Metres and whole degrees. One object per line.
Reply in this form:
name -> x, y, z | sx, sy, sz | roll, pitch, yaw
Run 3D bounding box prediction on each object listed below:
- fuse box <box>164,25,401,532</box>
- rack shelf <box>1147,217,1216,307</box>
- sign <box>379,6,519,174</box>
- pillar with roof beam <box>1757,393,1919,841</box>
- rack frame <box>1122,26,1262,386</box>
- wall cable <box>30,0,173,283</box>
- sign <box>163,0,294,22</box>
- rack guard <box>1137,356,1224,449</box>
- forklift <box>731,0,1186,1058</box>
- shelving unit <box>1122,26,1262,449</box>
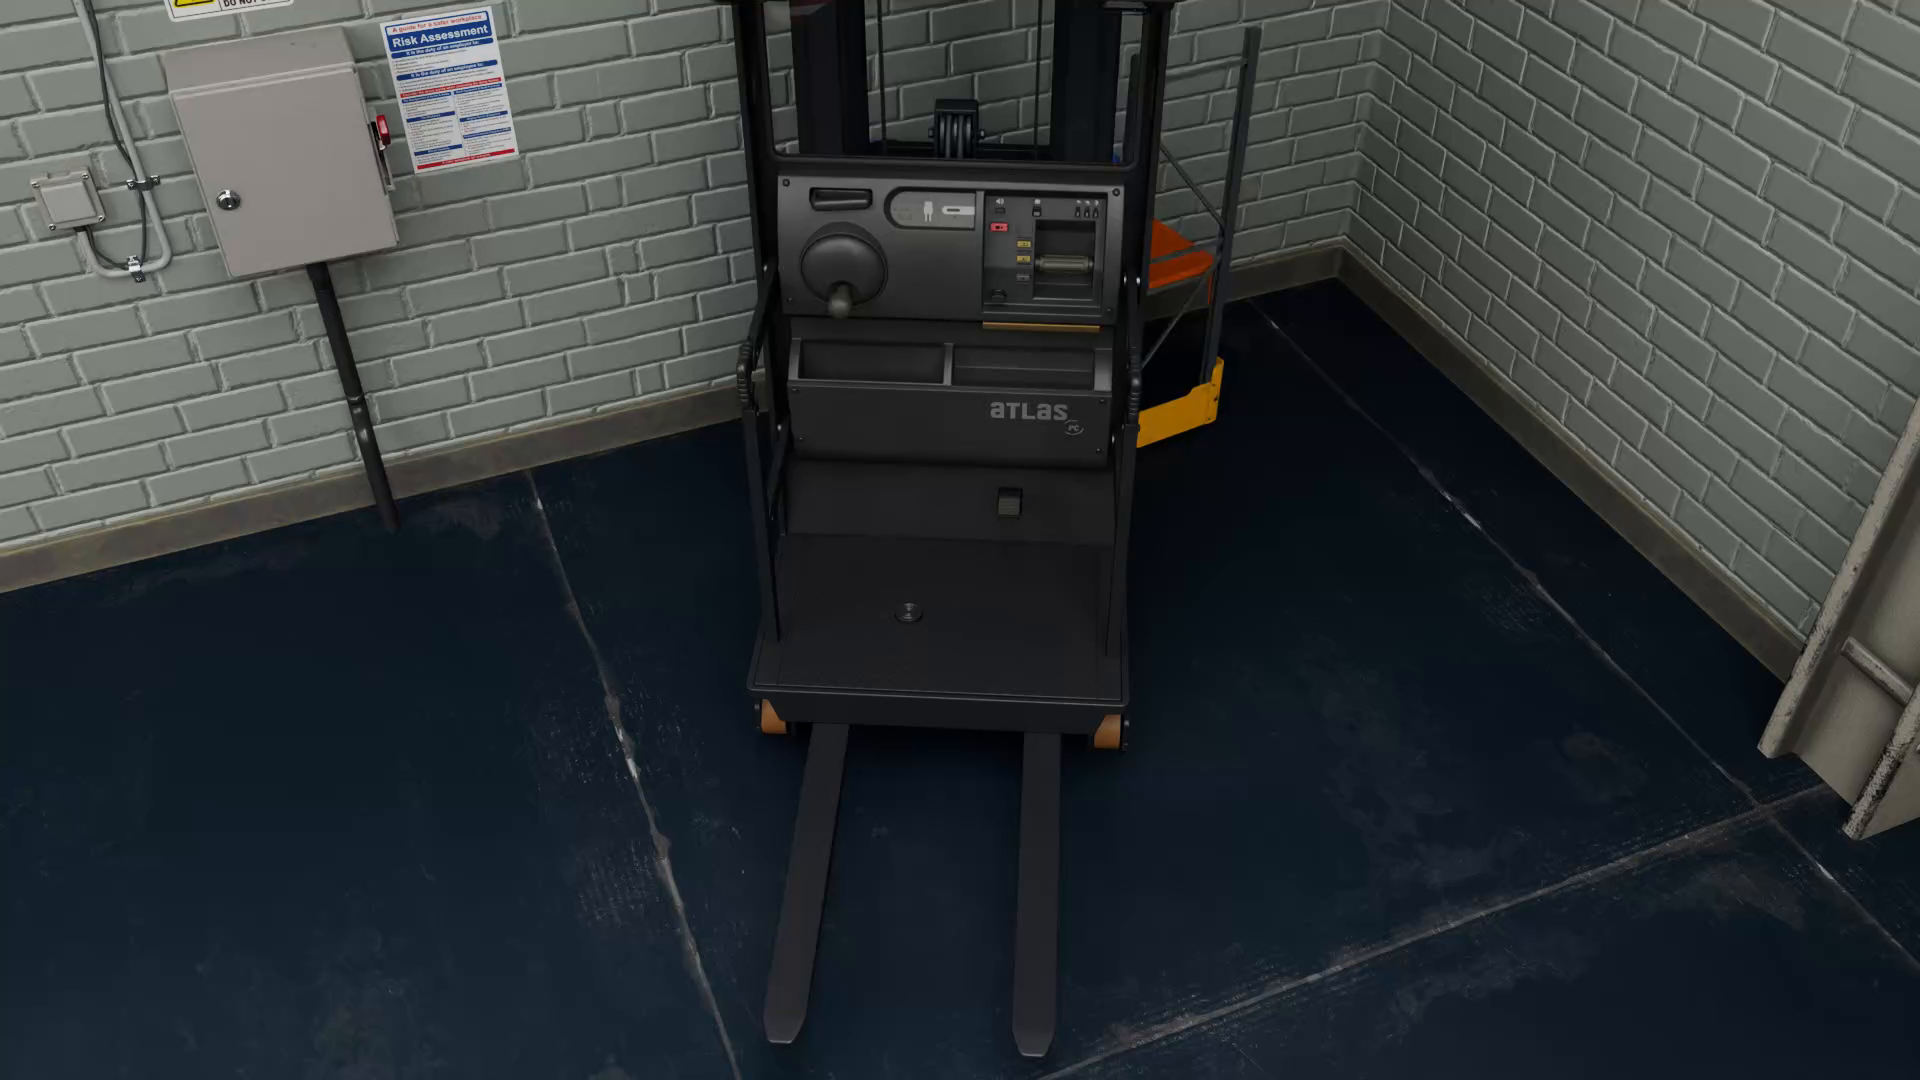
fuse box -> -1.945, -0.683, 5.232 | 0.539, 1.711, 0.414 | -15, 43, -17
rack shelf -> 0.450, -1.089, 6.100 | 0.538, 0.185, 1.000 | -20, 43, -26
sign -> -1.568, -1.384, 5.131 | 0.329, 0.494, 0.001 | -15, 43, -17
pillar with roof beam -> -1.354, -1.635, 0.749 | 9.100, 9.000, 0.400 | -15, 43, -17
rack frame -> 0.726, -0.964, 5.654 | 0.500, 1.500, 0.032 | -20, 43, -26
wall cable -> -2.636, -1.481, 4.393 | 0.588, 1.984, 0.122 | -15, 43, -17
sign -> -2.075, -1.596, 4.672 | 0.339, 0.242, 0.001 | -15, 43, -17
rack guard -> 0.701, -0.480, 6.048 | 0.587, 0.250, 0.087 | -20, 43, -26
forklift -> -0.038, -0.706, 4.322 | 1.130, 2.935, 3.031 | 2, 41, 3
shelving unit -> 0.449, -1.236, 5.996 | 0.587, 1.500, 1.083 | -20, 43, -26
